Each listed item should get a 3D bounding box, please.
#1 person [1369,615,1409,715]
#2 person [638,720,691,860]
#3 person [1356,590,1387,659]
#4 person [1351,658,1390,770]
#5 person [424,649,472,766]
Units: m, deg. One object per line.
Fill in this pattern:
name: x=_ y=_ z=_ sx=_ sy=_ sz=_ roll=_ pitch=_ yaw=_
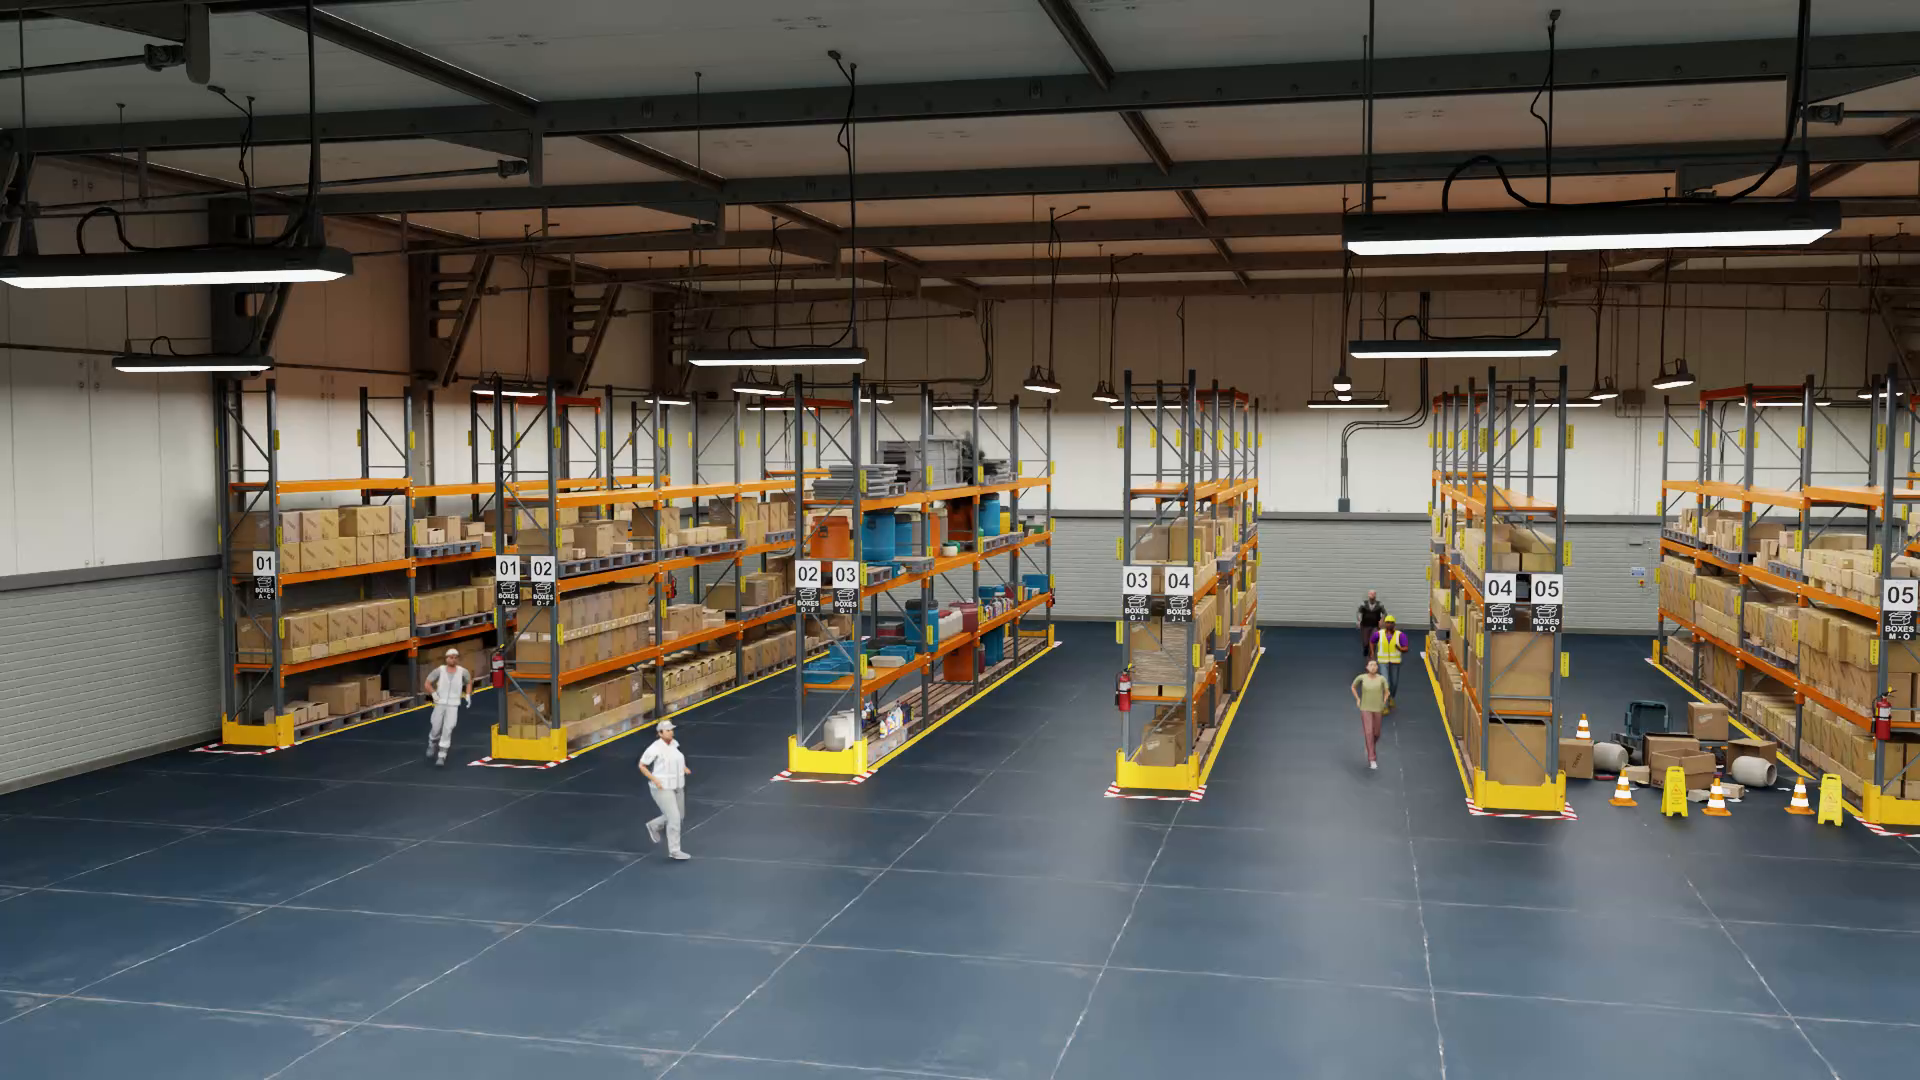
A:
person: x=7.873 y=2.260 z=30.499 sx=0.694 sy=1.767 sz=0.969 roll=1 pitch=3 yaw=10
person: x=-3.545 y=2.982 z=20.014 sx=0.813 sy=1.633 sz=0.620 roll=2 pitch=4 yaw=34
person: x=9.195 y=1.947 z=37.151 sx=0.675 sy=1.684 sz=0.664 roll=1 pitch=4 yaw=15
person: x=6.340 y=2.643 z=25.656 sx=0.579 sy=1.669 sz=0.879 roll=0 pitch=3 yaw=4
person: x=-7.922 y=2.560 z=25.764 sx=0.717 sy=1.749 sz=0.987 roll=-1 pitch=4 yaw=-18
